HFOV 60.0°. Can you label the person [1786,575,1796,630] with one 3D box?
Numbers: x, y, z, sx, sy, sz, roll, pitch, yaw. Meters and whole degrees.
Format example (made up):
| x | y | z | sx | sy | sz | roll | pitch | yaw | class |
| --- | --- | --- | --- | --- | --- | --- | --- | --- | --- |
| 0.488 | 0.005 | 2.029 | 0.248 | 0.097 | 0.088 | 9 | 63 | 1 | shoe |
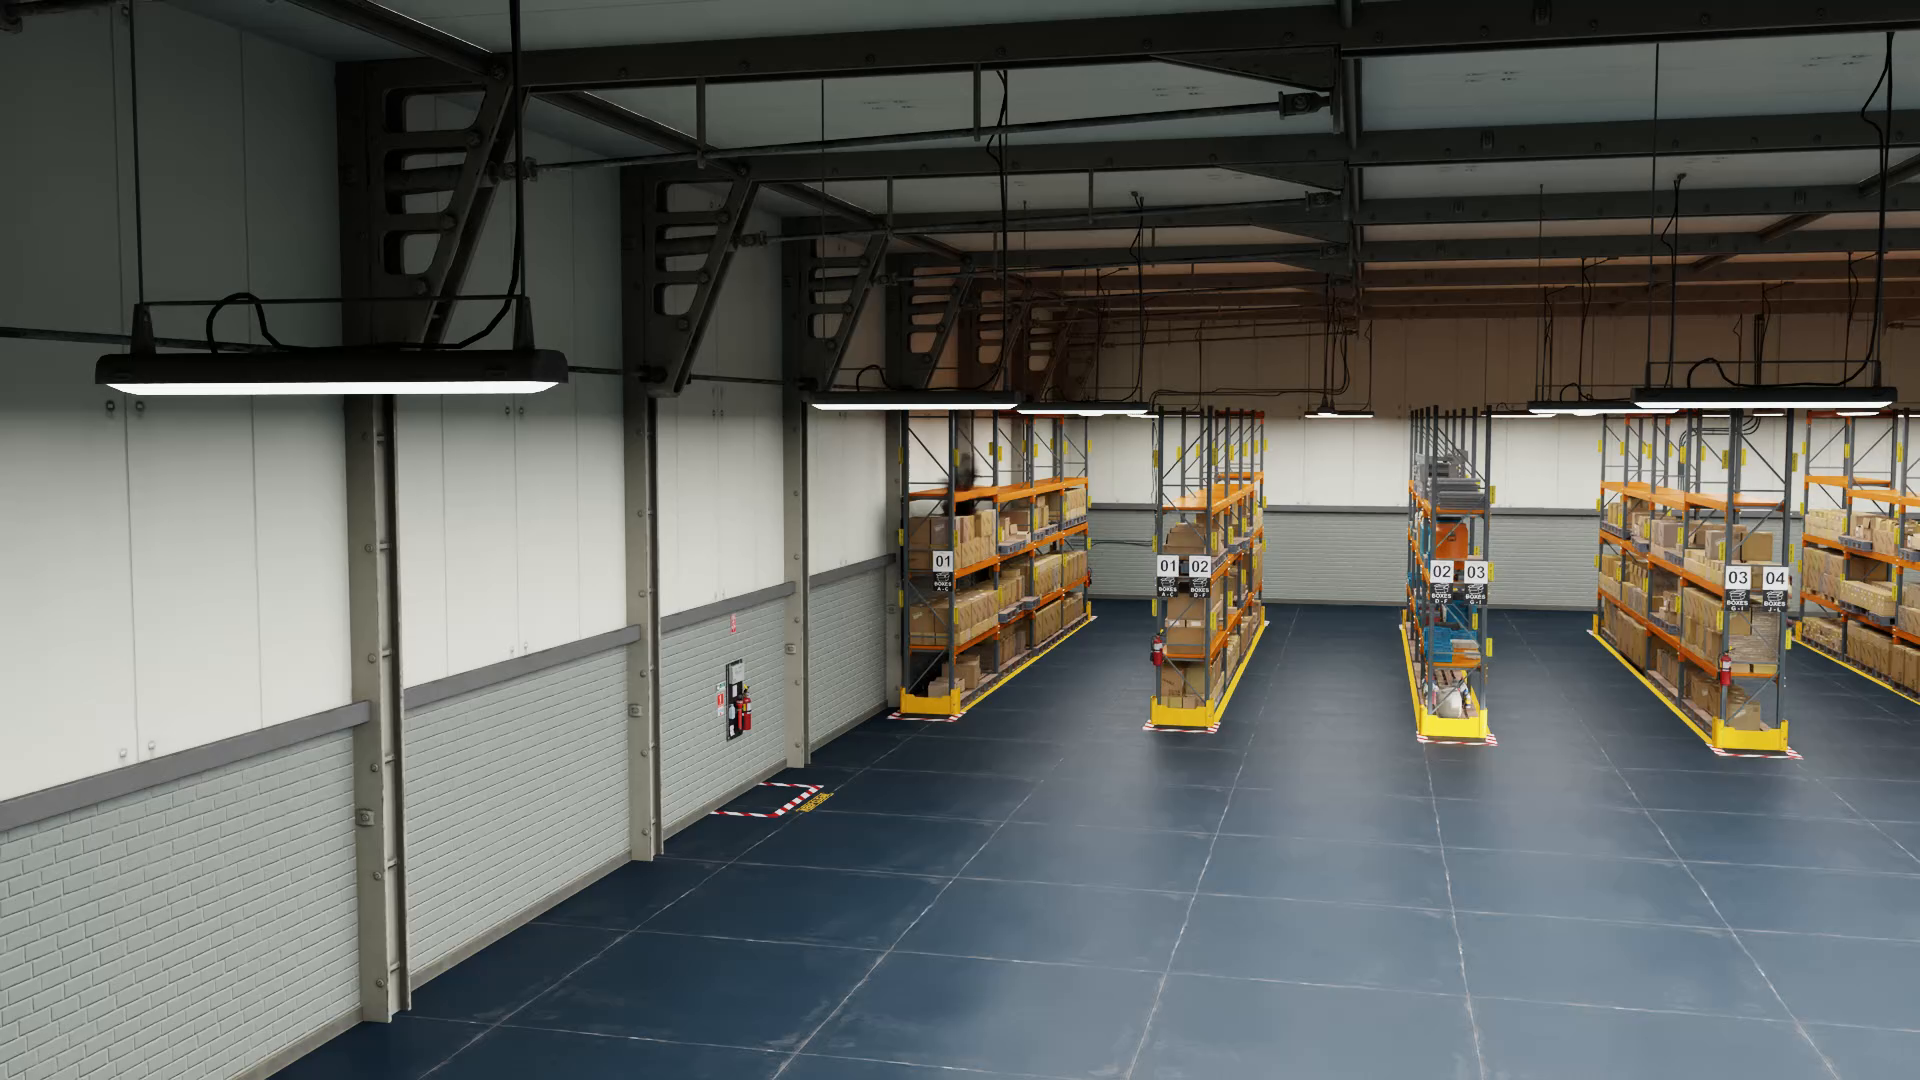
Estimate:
| x | y | z | sx | sy | sz | roll | pitch | yaw | class |
| --- | --- | --- | --- | --- | --- | --- | --- | --- | --- |
| 22.111 | 1.731 | 44.645 | 0.703 | 1.616 | 0.684 | 1 | 4 | 17 | person |
